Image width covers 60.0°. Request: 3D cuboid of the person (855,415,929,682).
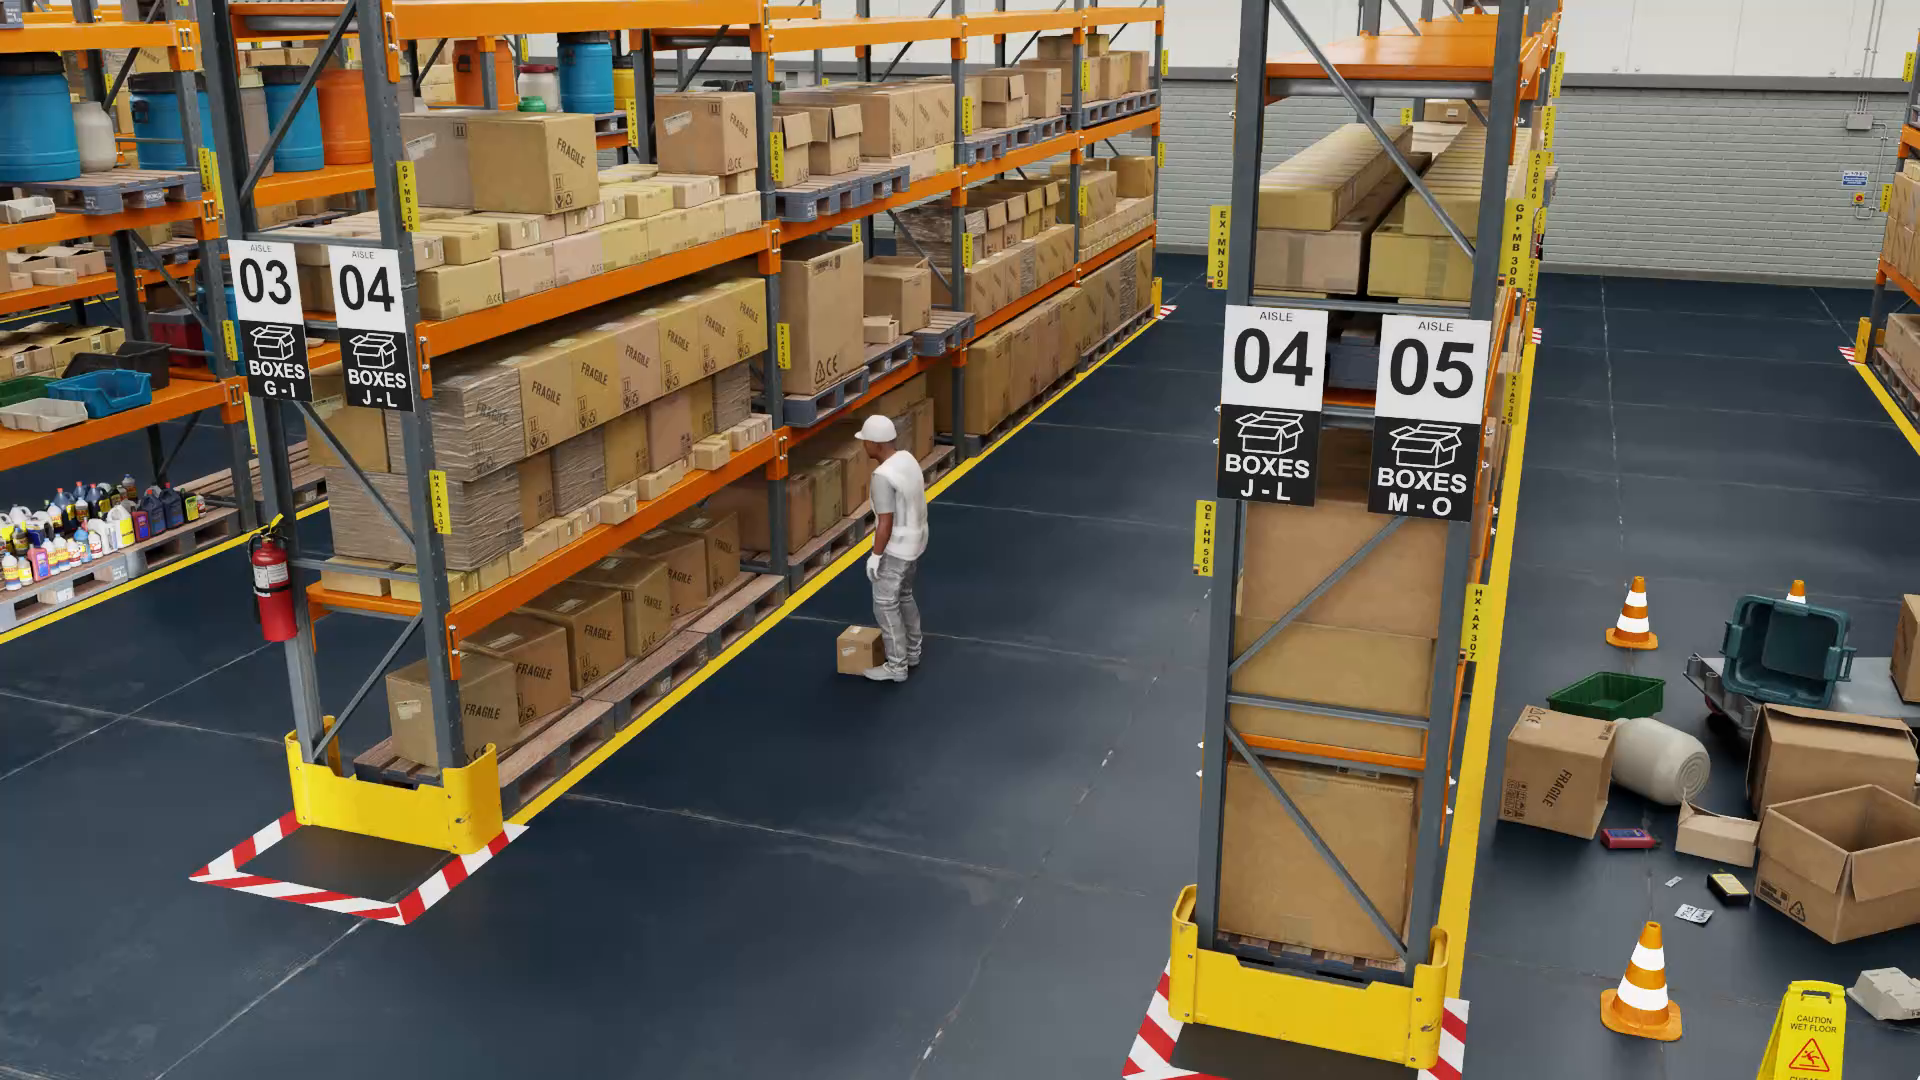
[{"bbox_3d":[-0.447,0.045,10.907,0.453,1.774,0.620,6,19,18],"label":"person"}]
